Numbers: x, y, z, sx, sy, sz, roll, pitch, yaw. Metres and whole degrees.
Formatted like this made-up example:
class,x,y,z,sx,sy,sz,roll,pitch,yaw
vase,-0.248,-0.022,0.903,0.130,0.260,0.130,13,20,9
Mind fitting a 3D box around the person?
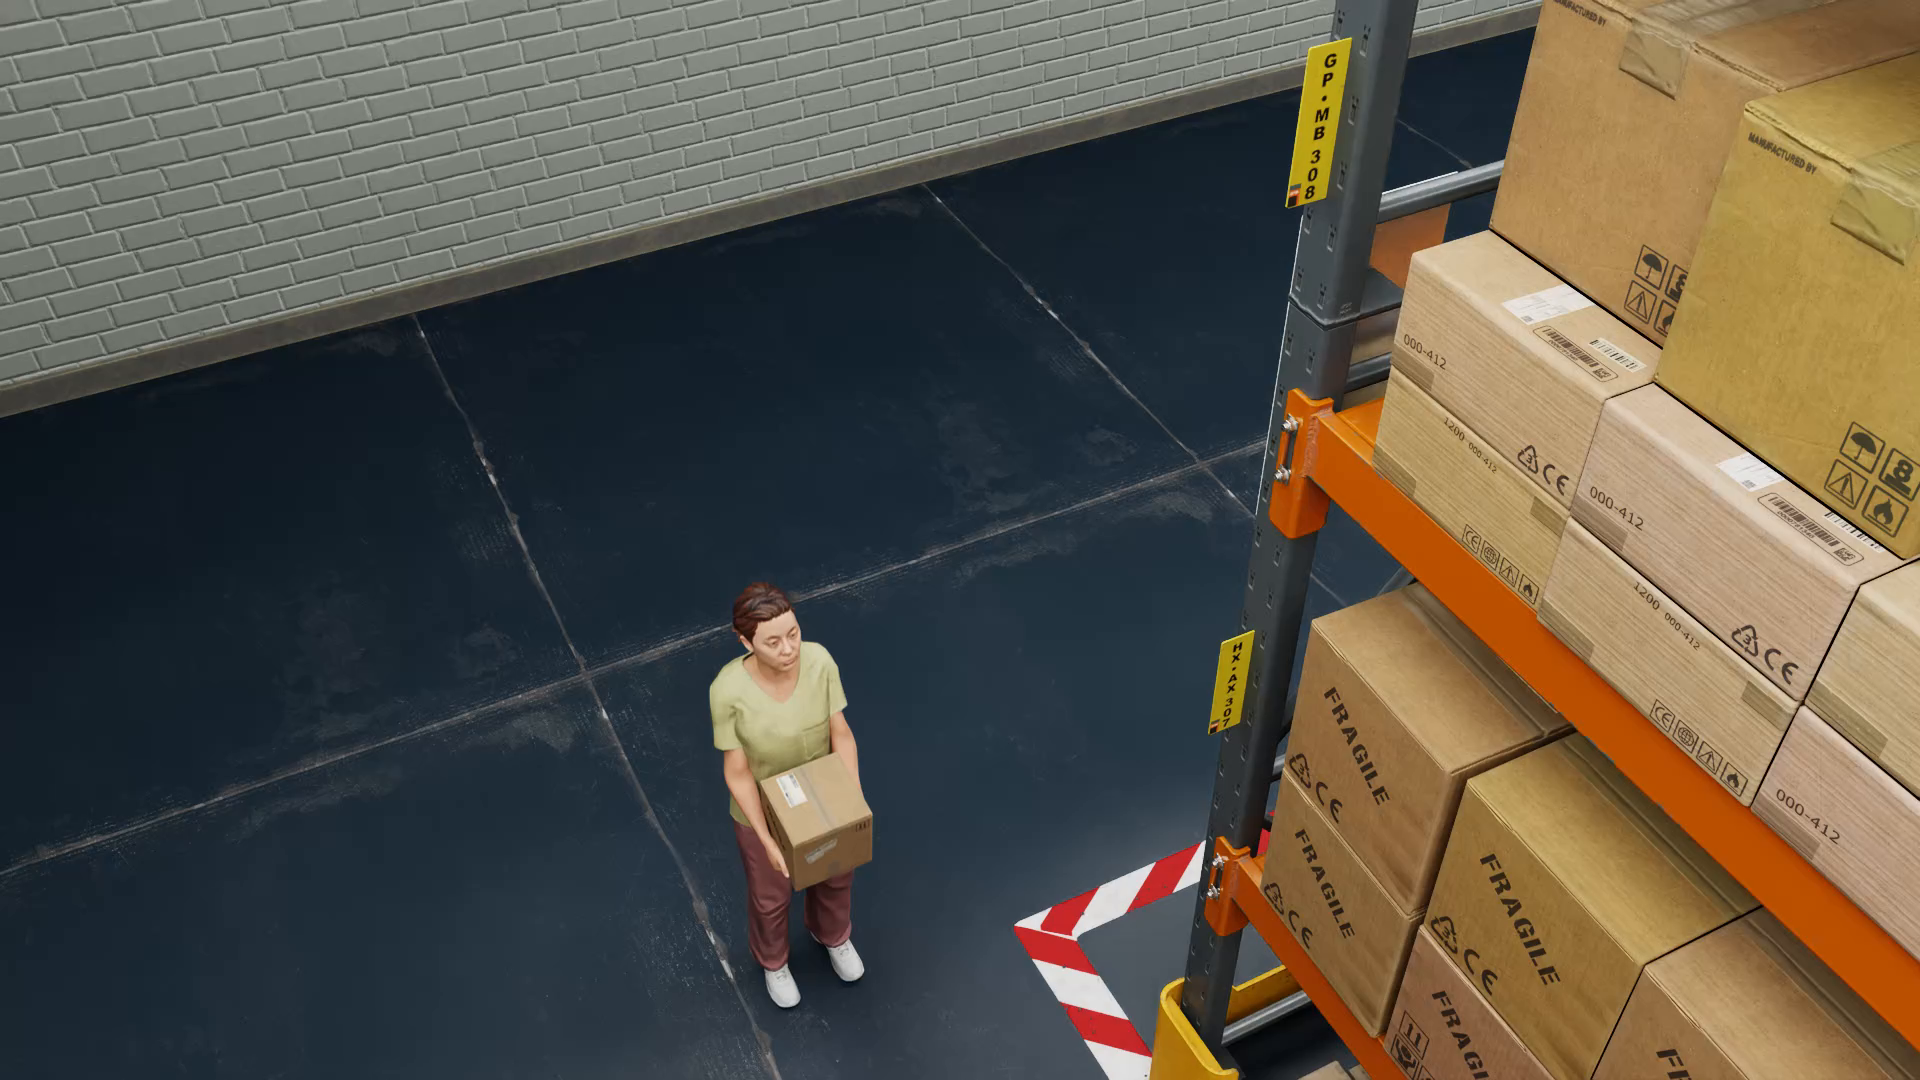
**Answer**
class,x,y,z,sx,sy,sz,roll,pitch,yaw
person,-0.508,0.856,5.197,0.428,1.662,0.559,-19,45,-20
